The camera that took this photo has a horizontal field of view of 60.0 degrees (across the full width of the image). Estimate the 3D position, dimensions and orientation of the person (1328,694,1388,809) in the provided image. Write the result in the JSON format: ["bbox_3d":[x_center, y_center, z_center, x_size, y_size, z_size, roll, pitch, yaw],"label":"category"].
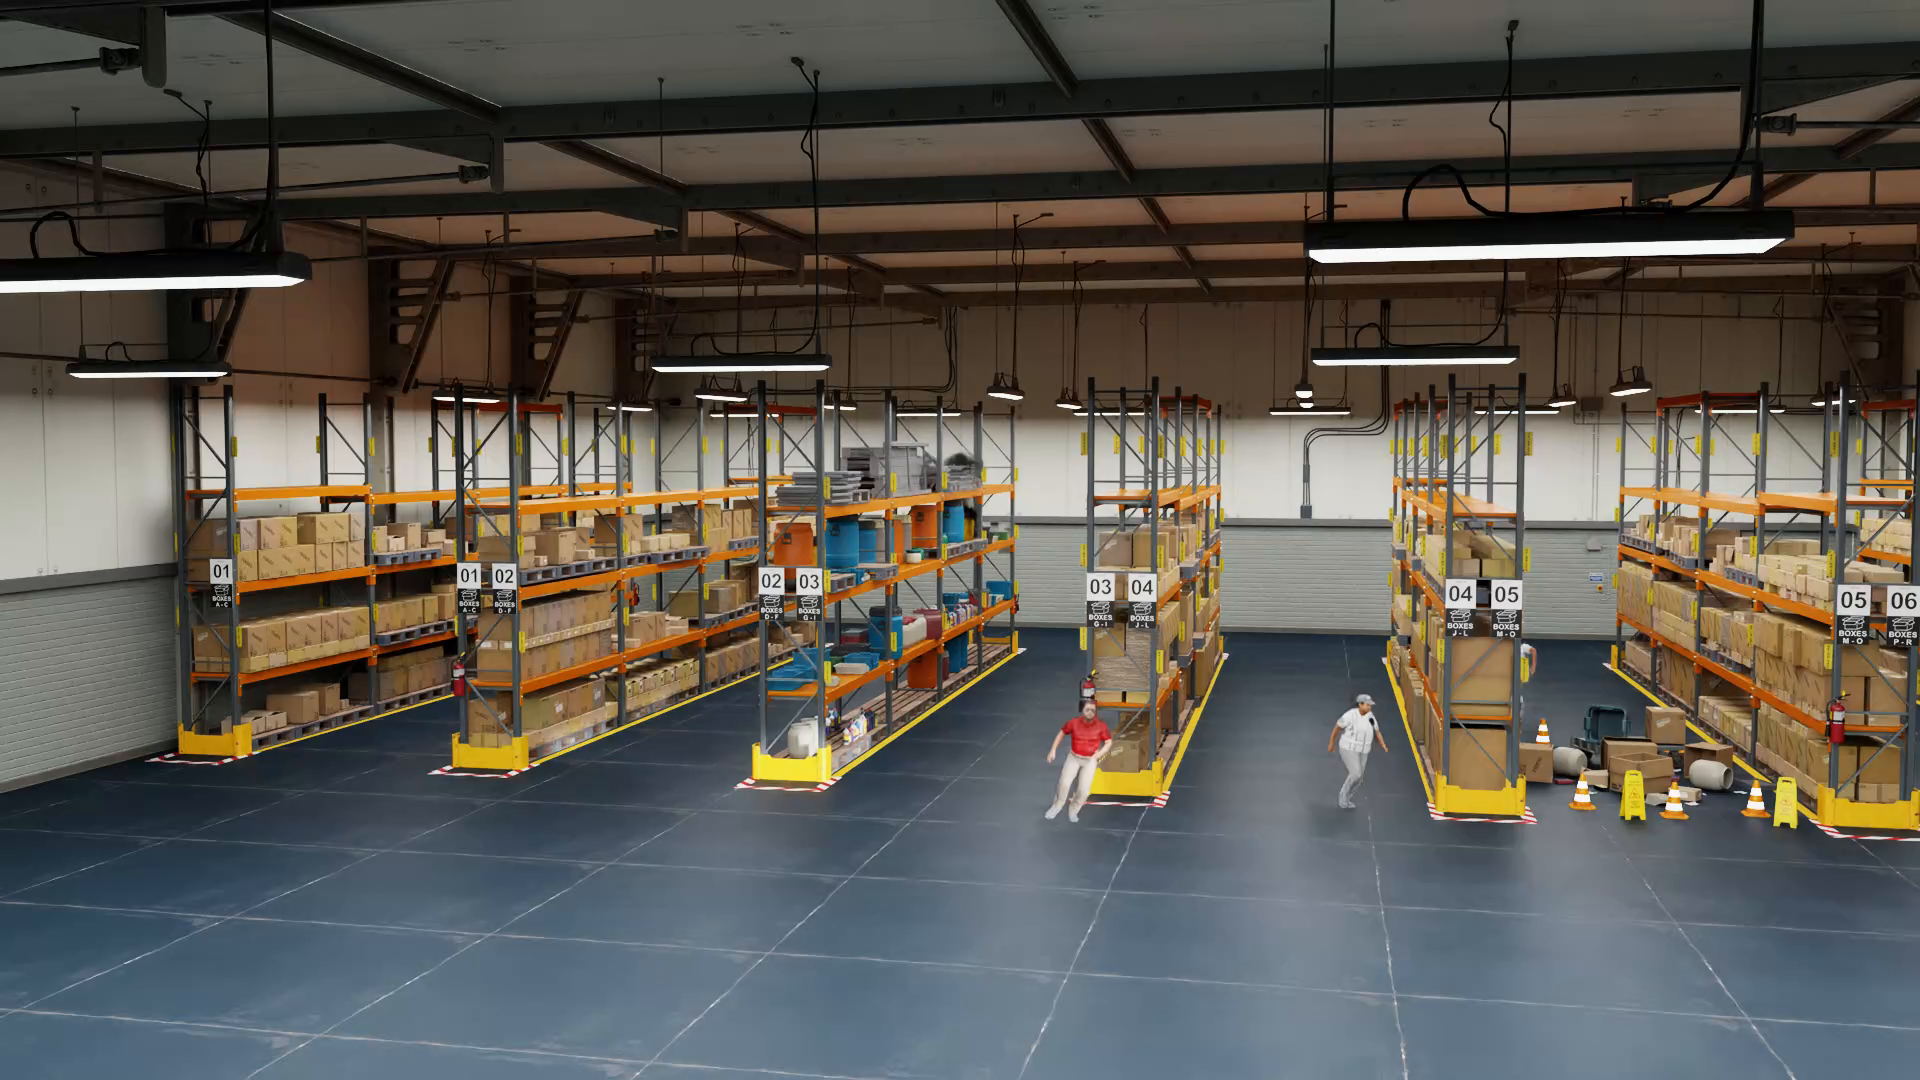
[{"bbox_3d":[5.495,2.910,22.858,0.587,1.607,0.742,-1,4,-25],"label":"person"}]

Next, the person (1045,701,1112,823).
[{"bbox_3d":[1.586,2.974,22.133,0.893,1.663,0.606,0,3,-2],"label":"person"}]

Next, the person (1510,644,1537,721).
[{"bbox_3d":[10.196,2.508,30.506,0.703,1.573,0.880,0,3,-3],"label":"person"}]

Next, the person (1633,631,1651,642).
[{"bbox_3d":[15.938,2.015,38.575,0.733,1.653,0.673,2,4,27],"label":"person"}]

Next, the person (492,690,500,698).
[{"bbox_3d":[-8.953,2.308,32.183,0.660,1.748,0.845,0,3,-2],"label":"person"}]
